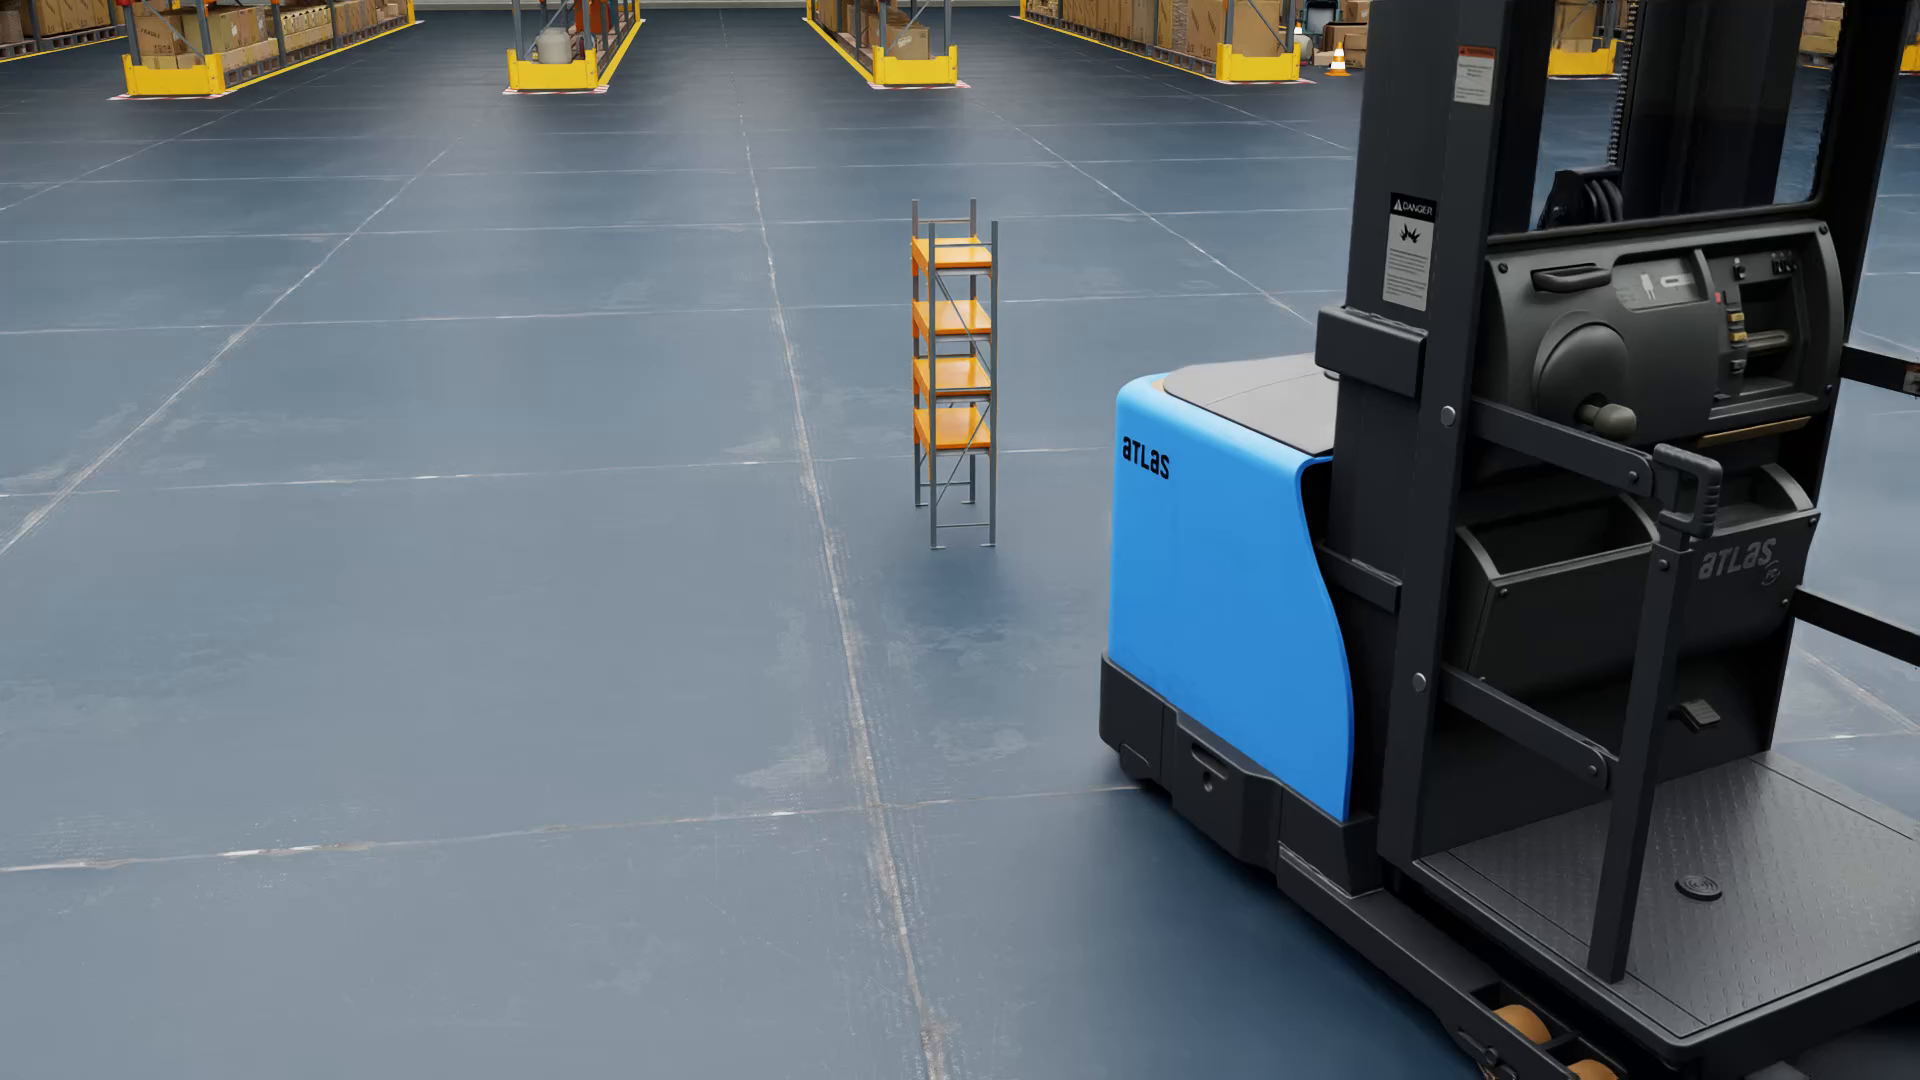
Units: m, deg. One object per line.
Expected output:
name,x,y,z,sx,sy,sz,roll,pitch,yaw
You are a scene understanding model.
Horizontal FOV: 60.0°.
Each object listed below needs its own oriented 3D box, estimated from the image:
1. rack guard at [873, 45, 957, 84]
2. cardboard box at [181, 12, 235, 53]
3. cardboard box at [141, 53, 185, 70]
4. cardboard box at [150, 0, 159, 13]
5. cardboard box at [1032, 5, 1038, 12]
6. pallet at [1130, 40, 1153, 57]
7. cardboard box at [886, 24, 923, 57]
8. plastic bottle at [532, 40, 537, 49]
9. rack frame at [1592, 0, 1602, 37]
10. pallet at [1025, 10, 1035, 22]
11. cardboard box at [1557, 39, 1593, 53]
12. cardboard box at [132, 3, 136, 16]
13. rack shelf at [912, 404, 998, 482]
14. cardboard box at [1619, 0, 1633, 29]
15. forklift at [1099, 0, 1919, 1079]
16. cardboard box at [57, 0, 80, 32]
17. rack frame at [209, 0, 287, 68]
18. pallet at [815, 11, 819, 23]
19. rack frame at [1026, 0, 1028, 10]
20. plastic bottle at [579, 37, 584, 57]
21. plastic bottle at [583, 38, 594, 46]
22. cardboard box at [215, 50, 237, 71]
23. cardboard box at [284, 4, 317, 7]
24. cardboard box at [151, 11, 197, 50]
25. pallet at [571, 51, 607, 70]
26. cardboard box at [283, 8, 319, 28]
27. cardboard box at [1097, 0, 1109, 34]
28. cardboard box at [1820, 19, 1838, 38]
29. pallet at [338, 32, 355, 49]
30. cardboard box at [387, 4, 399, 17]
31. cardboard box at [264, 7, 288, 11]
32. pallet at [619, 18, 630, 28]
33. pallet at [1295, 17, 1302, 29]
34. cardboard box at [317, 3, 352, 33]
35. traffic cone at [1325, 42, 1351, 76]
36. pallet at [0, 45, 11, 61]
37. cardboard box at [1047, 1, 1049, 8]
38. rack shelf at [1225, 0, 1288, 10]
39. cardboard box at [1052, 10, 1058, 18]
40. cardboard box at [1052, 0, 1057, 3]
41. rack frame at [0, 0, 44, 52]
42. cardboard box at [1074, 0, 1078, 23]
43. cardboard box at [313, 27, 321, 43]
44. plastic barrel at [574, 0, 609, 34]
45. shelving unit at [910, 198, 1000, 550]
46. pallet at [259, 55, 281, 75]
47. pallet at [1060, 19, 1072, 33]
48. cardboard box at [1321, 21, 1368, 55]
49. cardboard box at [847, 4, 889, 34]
rack guard,-0.636,-6.720,23.494,1.175,0.500,0.348,-3,21,-8
cardboard box,-10.360,-6.996,22.919,0.500,0.500,0.500,-3,21,-8
cardboard box,-10.798,-6.446,22.517,0.500,0.250,0.500,-3,21,-8
cardboard box,-17.364,-11.270,35.077,0.700,0.500,0.500,-3,21,-8
cardboard box,1.840,-12.017,37.578,0.380,0.149,0.250,-3,21,-7
pallet,3.535,-8.422,28.464,1.003,0.211,1.213,-3,21,-8
cardboard box,-0.819,-7.313,24.481,0.500,0.500,0.500,2,21,6
plastic bottle,-6.260,-7.202,24.465,0.061,0.283,0.133,-2,21,-6
rack frame,12.940,-11.386,32.414,1.000,3.000,0.127,-3,21,-8
pallet,2.084,-12.004,38.054,1.003,0.211,1.213,-3,21,-8
cardboard box,9.339,-7.566,25.517,0.500,0.250,0.500,-3,21,-8
cardboard box,-17.135,-10.734,33.641,0.700,0.500,0.500,-3,21,-8
rack shelf,-0.024,-0.370,6.253,0.258,0.148,0.480,-3,21,-8
cardboard box,13.118,-10.028,31.572,0.875,0.625,0.625,-2,21,-6
forklift,1.502,-0.399,3.095,1.130,2.935,3.031,-10,23,-25
cardboard box,-16.579,-9.640,30.211,0.750,0.750,0.750,-3,21,-8
rack frame,-11.005,-8.751,25.360,1.000,3.000,0.127,-3,21,-8
pallet,-2.739,-11.825,37.576,1.003,0.211,1.213,-3,21,-8
rack frame,1.991,-13.620,38.395,1.000,3.000,0.127,-3,21,-8
plastic bottle,-5.736,-7.485,25.222,0.061,0.283,0.133,-3,21,-8
plastic bottle,-5.631,-7.487,25.239,0.152,0.276,0.135,-3,21,-7
cardboard box,-10.361,-6.645,23.050,0.500,0.250,0.500,-3,21,-8
cardboard box,-11.949,-9.483,30.264,0.500,0.500,0.500,-2,21,-6
cardboard box,-10.959,-7.143,23.311,0.500,0.500,0.500,-3,21,-8
pallet,-6.047,-7.459,25.885,1.003,0.211,1.213,-3,21,-8
cardboard box,-11.111,-8.784,27.976,0.500,0.311,0.500,-3,21,-8
cardboard box,3.143,-9.777,30.722,1.050,0.750,0.750,-3,21,-8
cardboard box,13.713,-7.912,25.728,0.500,0.250,0.500,-3,21,-8
pallet,-11.652,-9.090,30.253,1.003,0.211,1.213,-3,21,-8
cardboard box,-12.305,-11.318,35.533,0.500,0.250,0.500,-3,21,-8
cardboard box,-11.713,-8.930,28.367,0.500,0.311,0.500,-3,21,-9
pallet,-7.400,-10.716,34.606,1.003,0.211,1.213,-3,21,-8
pallet,7.637,-10.950,35.232,1.003,0.211,1.213,-3,21,-8
cardboard box,-11.445,-9.524,30.374,0.500,0.500,0.500,-4,21,-10
traffic cone,5.626,-7.147,24.690,0.336,0.463,0.334,-3,21,-8
pallet,-16.199,-7.887,27.031,1.003,0.211,1.213,-3,21,-8
cardboard box,2.105,-11.692,36.283,0.380,0.149,0.250,-2,21,-6
rack shelf,4.009,-8.435,25.542,1.077,0.370,4.000,-3,21,-8
cardboard box,2.174,-11.215,35.429,0.380,0.149,0.250,-3,21,-7
cardboard box,2.183,-11.571,35.534,0.380,0.149,0.250,-3,21,-7
rack frame,-16.483,-9.885,28.396,1.000,3.000,0.127,-3,21,-8
cardboard box,2.579,-10.627,33.356,0.500,0.500,0.500,-3,21,-7
cardboard box,-11.117,-8.523,28.077,0.500,0.250,0.500,-2,21,-7
plastic barrel,-6.767,-9.733,30.491,0.600,0.830,0.708,-3,21,-8
shelving unit,-0.024,-0.619,6.160,0.258,1.200,0.503,-3,21,-8
pallet,-10.932,-7.168,25.105,1.003,0.211,1.213,-3,21,-8
pallet,2.682,-10.659,34.453,1.003,0.211,1.213,-3,21,-8
cardboard box,6.280,-8.063,26.890,0.797,0.637,0.503,-3,21,-8
cardboard box,-1.662,-9.439,30.144,0.700,0.500,0.500,-4,21,-11
